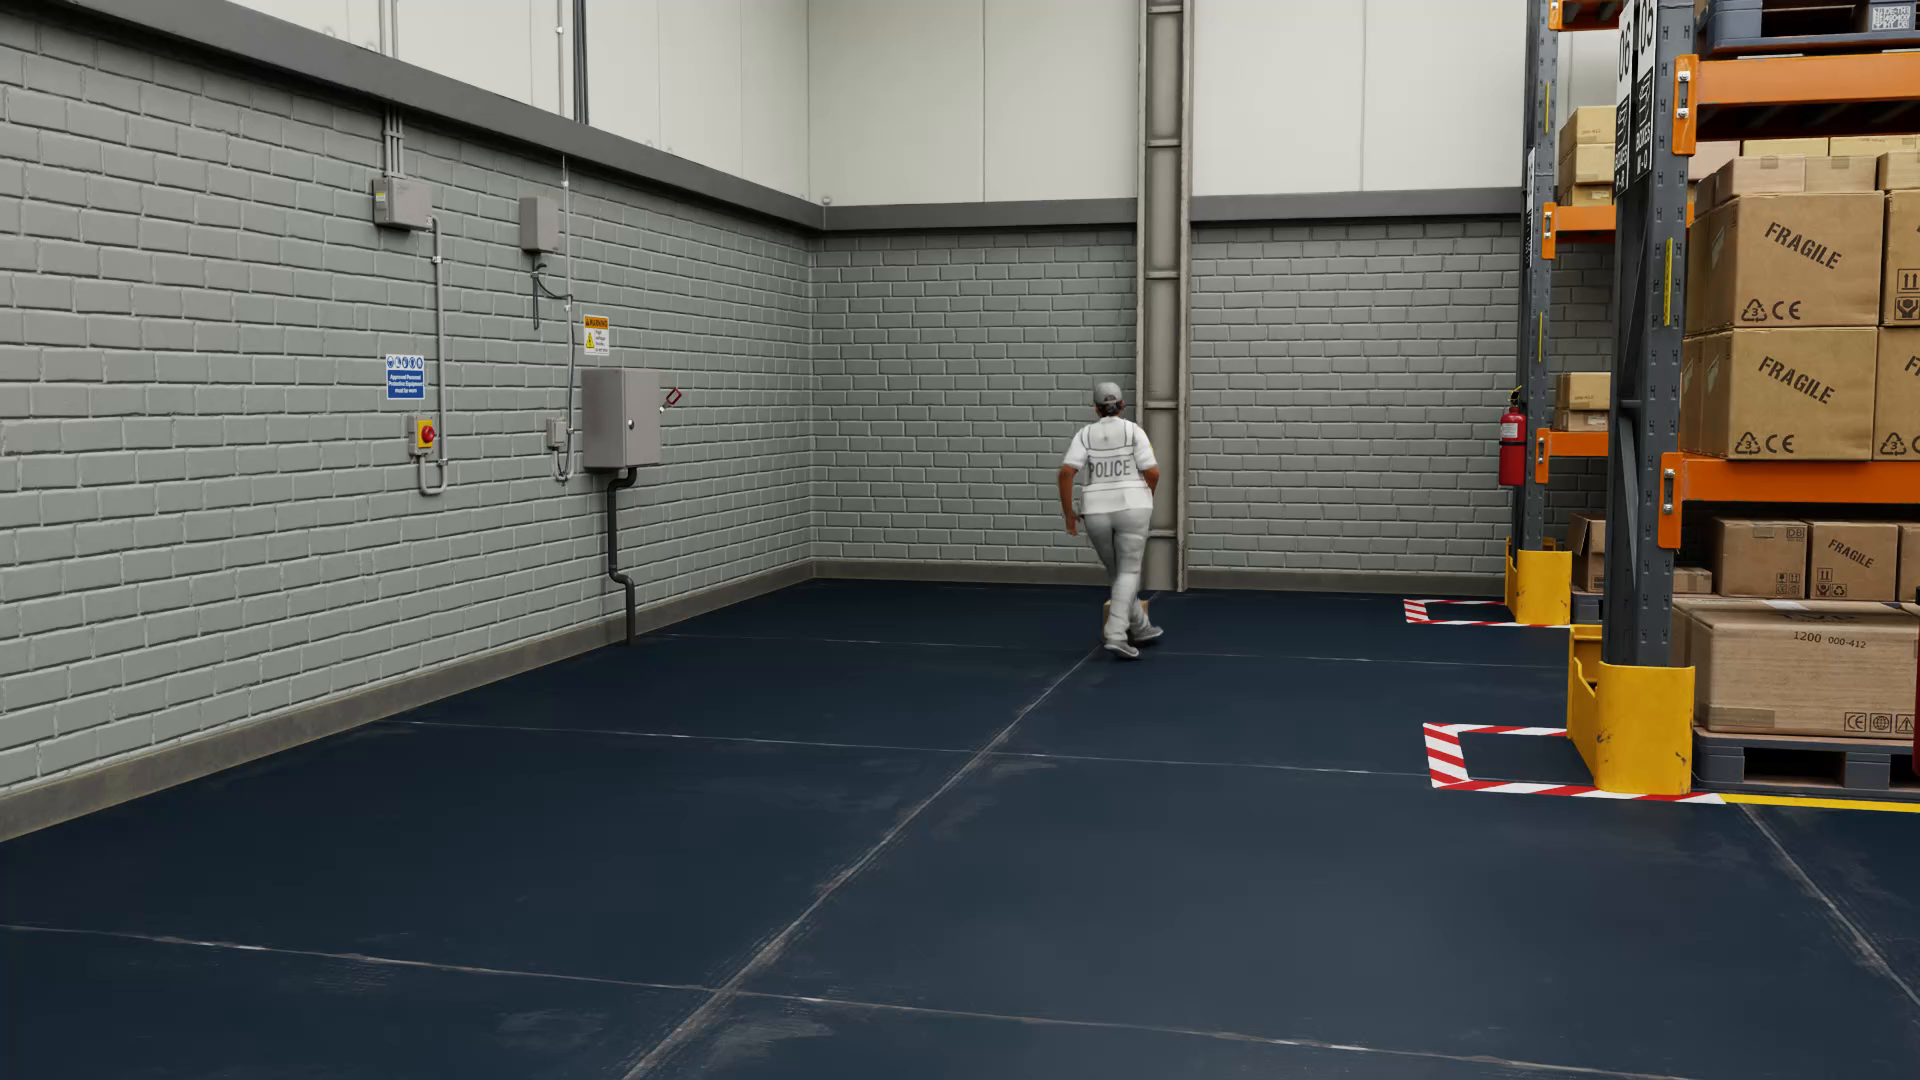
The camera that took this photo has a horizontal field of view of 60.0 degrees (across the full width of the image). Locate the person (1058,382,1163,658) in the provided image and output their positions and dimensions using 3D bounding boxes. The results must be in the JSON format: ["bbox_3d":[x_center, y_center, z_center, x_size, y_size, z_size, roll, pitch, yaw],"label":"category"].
[{"bbox_3d":[0.957,-0.141,10.044,0.553,1.621,0.946,3,6,30],"label":"person"}]
